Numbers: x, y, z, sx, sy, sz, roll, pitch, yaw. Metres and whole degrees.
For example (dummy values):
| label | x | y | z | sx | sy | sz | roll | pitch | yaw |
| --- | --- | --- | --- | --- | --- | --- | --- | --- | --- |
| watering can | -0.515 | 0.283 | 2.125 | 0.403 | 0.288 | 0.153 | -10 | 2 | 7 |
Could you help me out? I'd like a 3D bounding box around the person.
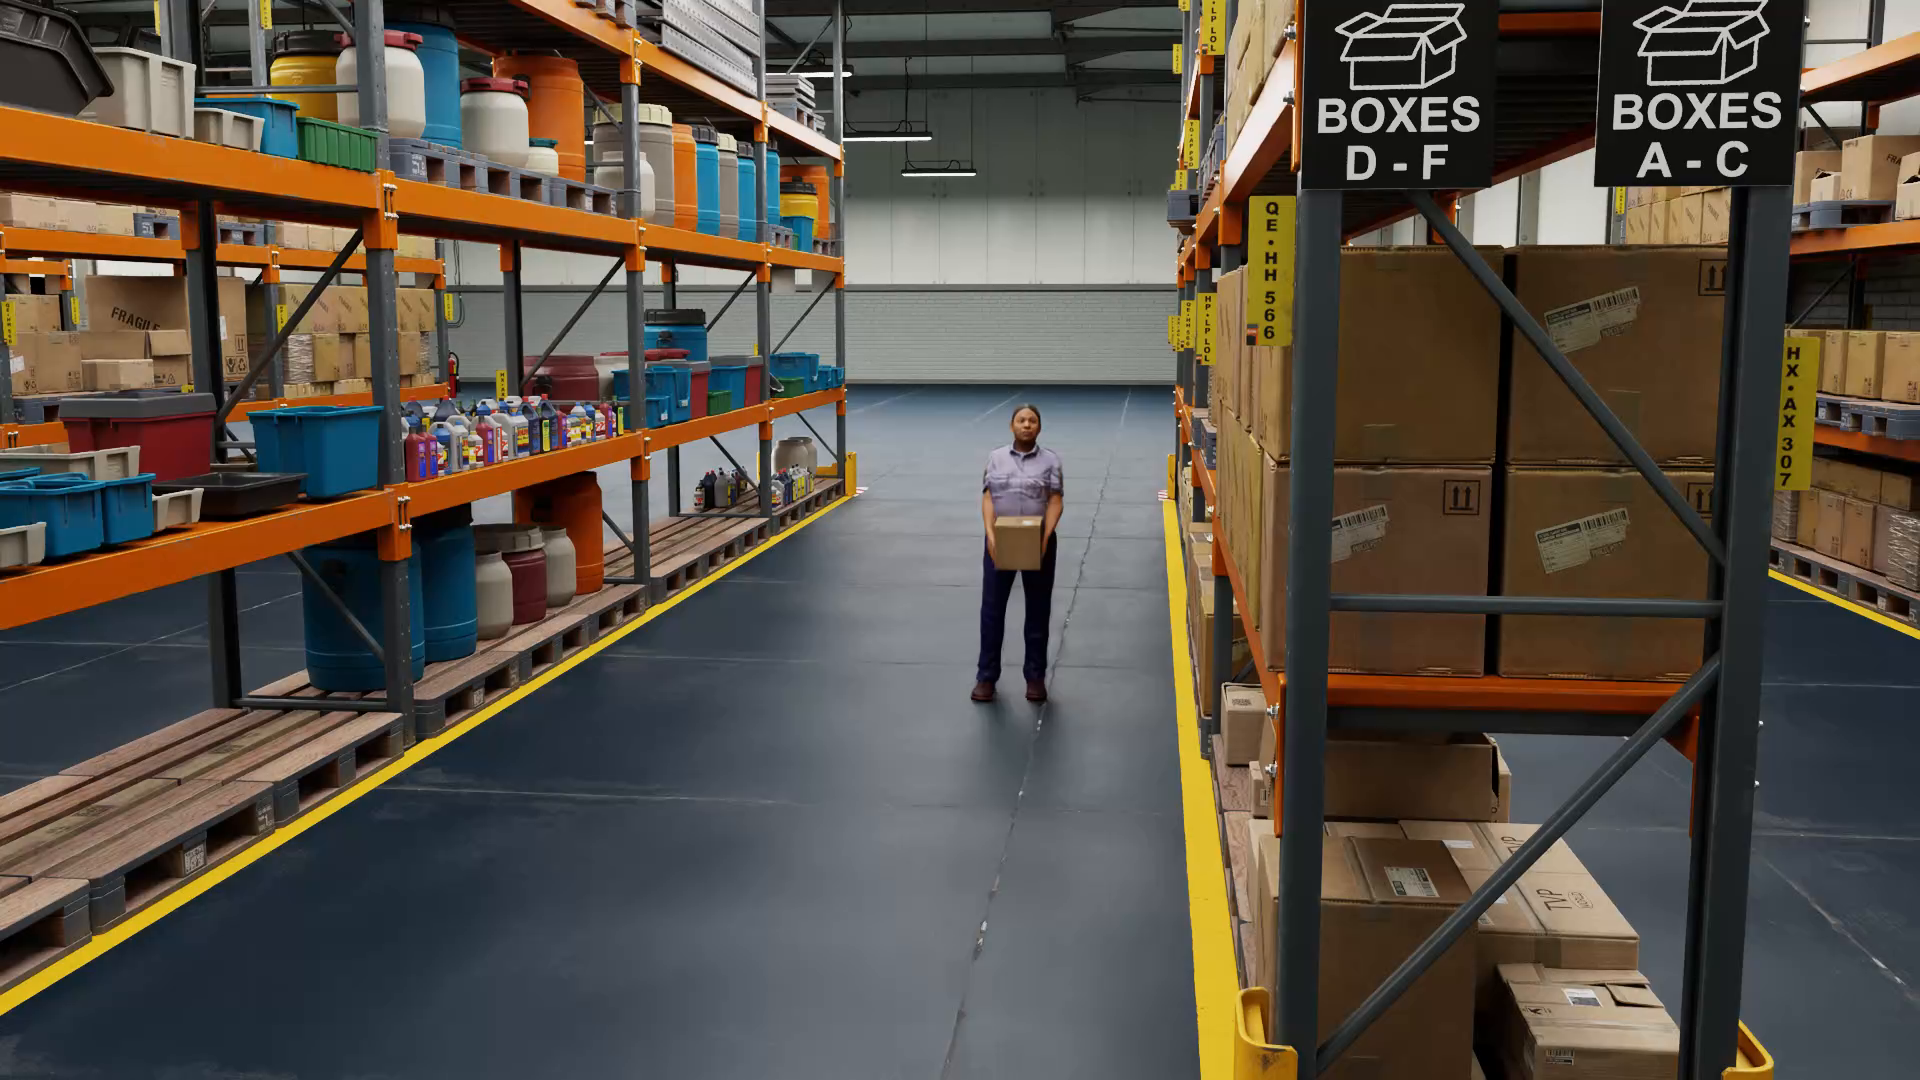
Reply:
| label | x | y | z | sx | sy | sz | roll | pitch | yaw |
| --- | --- | --- | --- | --- | --- | --- | --- | --- | --- |
| person | 0.326 | 0.068 | 9.344 | 0.507 | 1.649 | 0.486 | 1 | 8 | 6 |
